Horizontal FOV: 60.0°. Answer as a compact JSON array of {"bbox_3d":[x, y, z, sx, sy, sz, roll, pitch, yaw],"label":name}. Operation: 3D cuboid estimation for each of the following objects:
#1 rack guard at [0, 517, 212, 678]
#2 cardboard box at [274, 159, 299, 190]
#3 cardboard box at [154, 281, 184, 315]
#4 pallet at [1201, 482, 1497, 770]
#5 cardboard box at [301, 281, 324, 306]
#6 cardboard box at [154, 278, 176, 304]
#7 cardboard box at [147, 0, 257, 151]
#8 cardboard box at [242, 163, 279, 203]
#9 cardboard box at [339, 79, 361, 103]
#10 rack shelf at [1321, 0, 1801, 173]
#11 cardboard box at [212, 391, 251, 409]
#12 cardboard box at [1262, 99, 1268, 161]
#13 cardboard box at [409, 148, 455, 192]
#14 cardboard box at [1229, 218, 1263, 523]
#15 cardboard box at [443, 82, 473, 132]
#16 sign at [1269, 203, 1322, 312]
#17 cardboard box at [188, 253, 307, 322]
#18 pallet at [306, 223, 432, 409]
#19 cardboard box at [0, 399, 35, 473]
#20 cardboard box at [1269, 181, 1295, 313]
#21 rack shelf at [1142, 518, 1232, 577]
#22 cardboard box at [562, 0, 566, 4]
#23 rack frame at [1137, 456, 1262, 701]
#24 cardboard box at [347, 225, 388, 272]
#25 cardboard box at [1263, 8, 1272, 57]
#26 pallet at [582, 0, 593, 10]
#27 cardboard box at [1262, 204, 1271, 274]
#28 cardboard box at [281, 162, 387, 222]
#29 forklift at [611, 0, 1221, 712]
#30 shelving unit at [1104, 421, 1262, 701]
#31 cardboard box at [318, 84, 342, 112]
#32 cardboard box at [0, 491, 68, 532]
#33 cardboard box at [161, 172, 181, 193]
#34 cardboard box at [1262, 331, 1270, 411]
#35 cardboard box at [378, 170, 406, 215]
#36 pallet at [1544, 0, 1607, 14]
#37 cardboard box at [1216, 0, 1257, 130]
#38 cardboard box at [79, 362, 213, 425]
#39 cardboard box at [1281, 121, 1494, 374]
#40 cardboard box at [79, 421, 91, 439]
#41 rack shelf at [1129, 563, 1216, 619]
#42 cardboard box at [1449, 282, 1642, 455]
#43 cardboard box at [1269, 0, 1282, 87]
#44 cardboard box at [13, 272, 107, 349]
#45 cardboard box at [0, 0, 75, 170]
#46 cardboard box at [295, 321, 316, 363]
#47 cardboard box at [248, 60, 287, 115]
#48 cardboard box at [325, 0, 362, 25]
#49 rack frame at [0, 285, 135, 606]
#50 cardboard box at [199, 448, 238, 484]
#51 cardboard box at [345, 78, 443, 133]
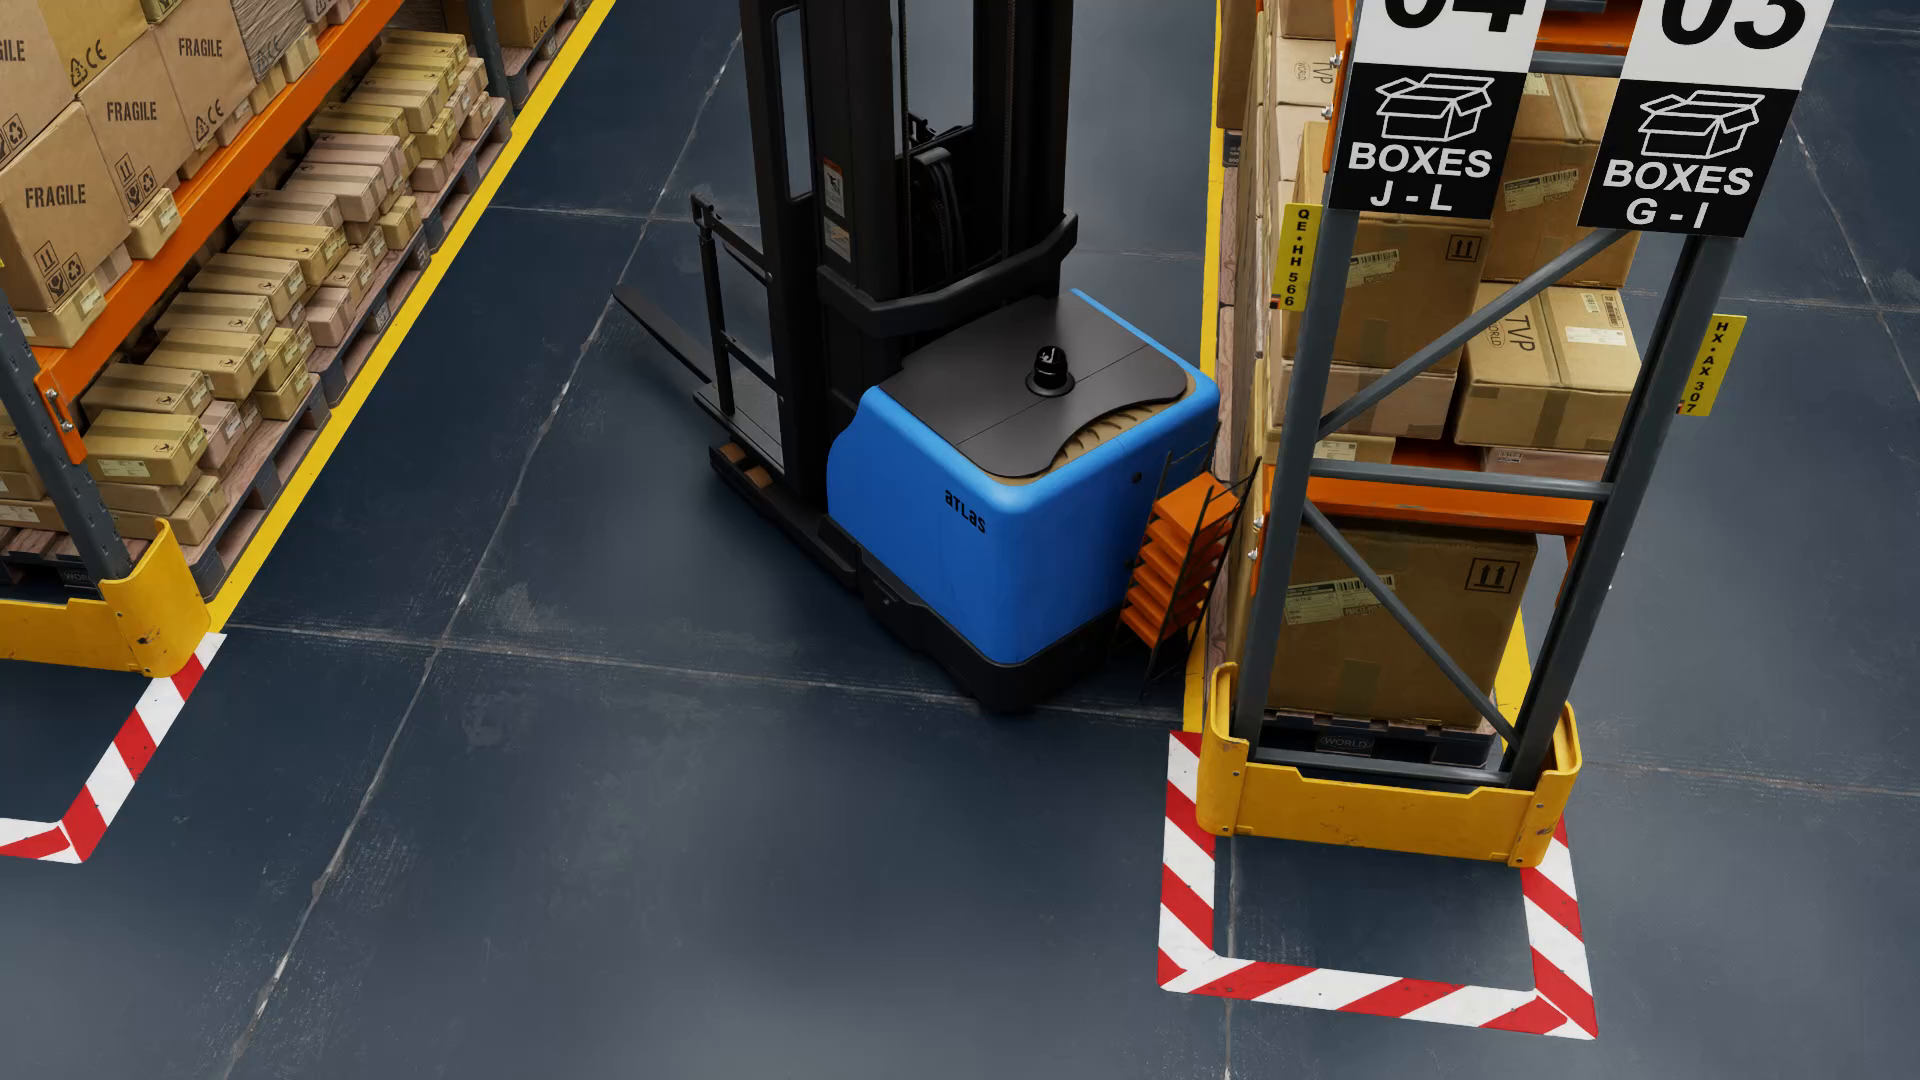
[{"bbox_3d":[-3.481,0.169,6.208,1.175,0.500,0.348,5,44,6],"label":"rack guard"},{"bbox_3d":[-3.367,-1.702,7.917,0.380,0.149,0.250,7,44,7],"label":"cardboard box"},{"bbox_3d":[-3.582,-1.006,7.183,0.380,0.149,0.250,6,44,6],"label":"cardboard box"},{"bbox_3d":[1.440,0.293,6.287,1.003,0.211,1.213,5,44,6],"label":"pallet"},{"bbox_3d":[-3.053,-1.146,7.330,0.380,0.149,0.250,7,44,8],"label":"cardboard box"},{"bbox_3d":[-3.596,-1.117,7.084,0.380,0.149,0.250,7,44,7],"label":"cardboard box"},{"bbox_3d":[-3.035,-1.812,6.193,0.500,0.500,0.500,6,44,6],"label":"cardboard box"},{"bbox_3d":[-3.374,-1.632,7.628,0.380,0.149,0.250,4,44,4],"label":"cardboard box"},{"bbox_3d":[-3.272,-2.240,8.486,0.380,0.149,0.250,6,44,6],"label":"cardboard box"},{"bbox_3d":[1.676,-2.358,5.401,1.077,0.370,4.000,5,44,6],"label":"rack shelf"},{"bbox_3d":[-3.131,-0.602,6.756,0.380,0.149,0.250,6,44,6],"label":"cardboard box"},{"bbox_3d":[1.367,-1.568,6.407,0.380,0.149,0.250,4,44,4],"label":"cardboard box"},{"bbox_3d":[-2.765,-1.877,8.318,0.380,0.149,0.250,4,44,4],"label":"cardboard box"},{"bbox_3d":[1.538,-0.612,6.455,0.875,0.875,0.875,5,44,6],"label":"cardboard box"},{"bbox_3d":[-2.712,-2.209,8.453,0.380,0.149,0.250,3,44,4],"label":"cardboard box"},{"bbox_3d":[0.876,-0.733,4.328,0.100,0.325,0.005,5,44,6],"label":"sign"},{"bbox_3d":[-3.011,-1.070,7.034,0.380,0.149,0.250,7,44,7],"label":"cardboard box"},{"bbox_3d":[-3.175,-1.106,7.764,1.003,0.211,1.213,5,44,6],"label":"pallet"},{"bbox_3d":[-3.672,-0.404,6.331,0.380,0.149,0.250,6,44,6],"label":"cardboard box"},{"bbox_3d":[1.281,-0.921,5.434,0.500,0.250,0.500,5,44,5],"label":"cardboard box"},{"bbox_3d":[0.772,-0.020,5.606,0.258,0.103,0.180,-30,60,-28],"label":"rack shelf"},{"bbox_3d":[-2.533,-3.498,9.775,0.500,0.500,0.500,7,44,7],"label":"cardboard box"},{"bbox_3d":[0.809,0.162,5.716,0.240,1.200,0.006,-30,60,-28],"label":"rack frame"},{"bbox_3d":[-2.914,-1.355,7.768,0.380,0.149,0.250,6,44,6],"label":"cardboard box"},{"bbox_3d":[1.470,-2.093,6.961,0.380,0.149,0.250,4,44,4],"label":"cardboard box"},{"bbox_3d":[-2.702,-3.765,10.573,1.003,0.211,1.213,5,44,6],"label":"pallet"},{"bbox_3d":[1.266,-1.045,5.855,0.380,0.149,0.250,4,44,5],"label":"cardboard box"},{"bbox_3d":[-2.851,-1.585,7.577,0.380,0.149,0.250,4,44,4],"label":"cardboard box"},{"bbox_3d":[-0.394,-1.398,6.095,1.130,2.935,3.031,-29,51,-27],"label":"forklift"},{"bbox_3d":[0.751,0.103,5.756,0.258,1.200,0.189,-30,60,-28],"label":"shelving unit"},{"bbox_3d":[-3.293,-2.171,8.197,0.380,0.149,0.250,5,44,5],"label":"cardboard box"},{"bbox_3d":[-3.628,-0.182,6.529,0.380,0.149,0.250,6,44,6],"label":"cardboard box"},{"bbox_3d":[-3.144,-1.332,6.158,0.380,0.149,0.250,7,44,7],"label":"cardboard box"},{"bbox_3d":[1.165,-0.526,5.307,0.380,0.149,0.250,6,44,6],"label":"cardboard box"},{"bbox_3d":[-2.875,-1.688,7.902,0.380,0.149,0.250,6,44,7],"label":"cardboard box"},{"bbox_3d":[1.500,-1.731,4.279,1.003,0.211,1.213,5,44,6],"label":"pallet"},{"bbox_3d":[2.006,-2.712,8.673,1.225,0.875,0.875,5,44,6],"label":"cardboard box"},{"bbox_3d":[-3.168,-0.545,6.480,0.380,0.149,0.250,6,44,6],"label":"cardboard box"},{"bbox_3d":[1.216,-0.849,4.812,0.500,0.500,0.500,6,44,6],"label":"cardboard box"},{"bbox_3d":[-3.616,-0.471,6.618,0.380,0.149,0.250,4,44,5],"label":"cardboard box"},{"bbox_3d":[0.746,0.131,5.791,0.258,0.103,0.180,-30,60,-28],"label":"rack shelf"},{"bbox_3d":[1.743,-0.524,5.014,0.500,0.250,0.500,4,44,4],"label":"cardboard box"},{"bbox_3d":[1.485,-1.959,6.530,0.500,0.250,0.500,6,44,7],"label":"cardboard box"},{"bbox_3d":[-3.123,-0.787,5.582,0.380,0.149,0.250,5,44,5],"label":"cardboard box"},{"bbox_3d":[-3.169,-1.476,5.111,0.500,0.500,0.500,5,44,5],"label":"cardboard box"},{"bbox_3d":[-3.043,-0.835,7.218,0.380,0.149,0.250,5,44,6],"label":"cardboard box"},{"bbox_3d":[-2.968,-1.855,6.710,0.380,0.149,0.250,7,44,7],"label":"cardboard box"},{"bbox_3d":[-2.853,-2.383,7.267,0.380,0.149,0.250,4,44,4],"label":"cardboard box"},{"bbox_3d":[-3.491,-0.687,5.294,1.000,3.000,0.127,5,44,6],"label":"rack frame"},{"bbox_3d":[-3.151,-0.318,6.672,0.380,0.149,0.250,5,44,5],"label":"cardboard box"},{"bbox_3d":[-2.772,-2.132,8.156,0.380,0.149,0.250,5,44,5],"label":"cardboard box"}]
